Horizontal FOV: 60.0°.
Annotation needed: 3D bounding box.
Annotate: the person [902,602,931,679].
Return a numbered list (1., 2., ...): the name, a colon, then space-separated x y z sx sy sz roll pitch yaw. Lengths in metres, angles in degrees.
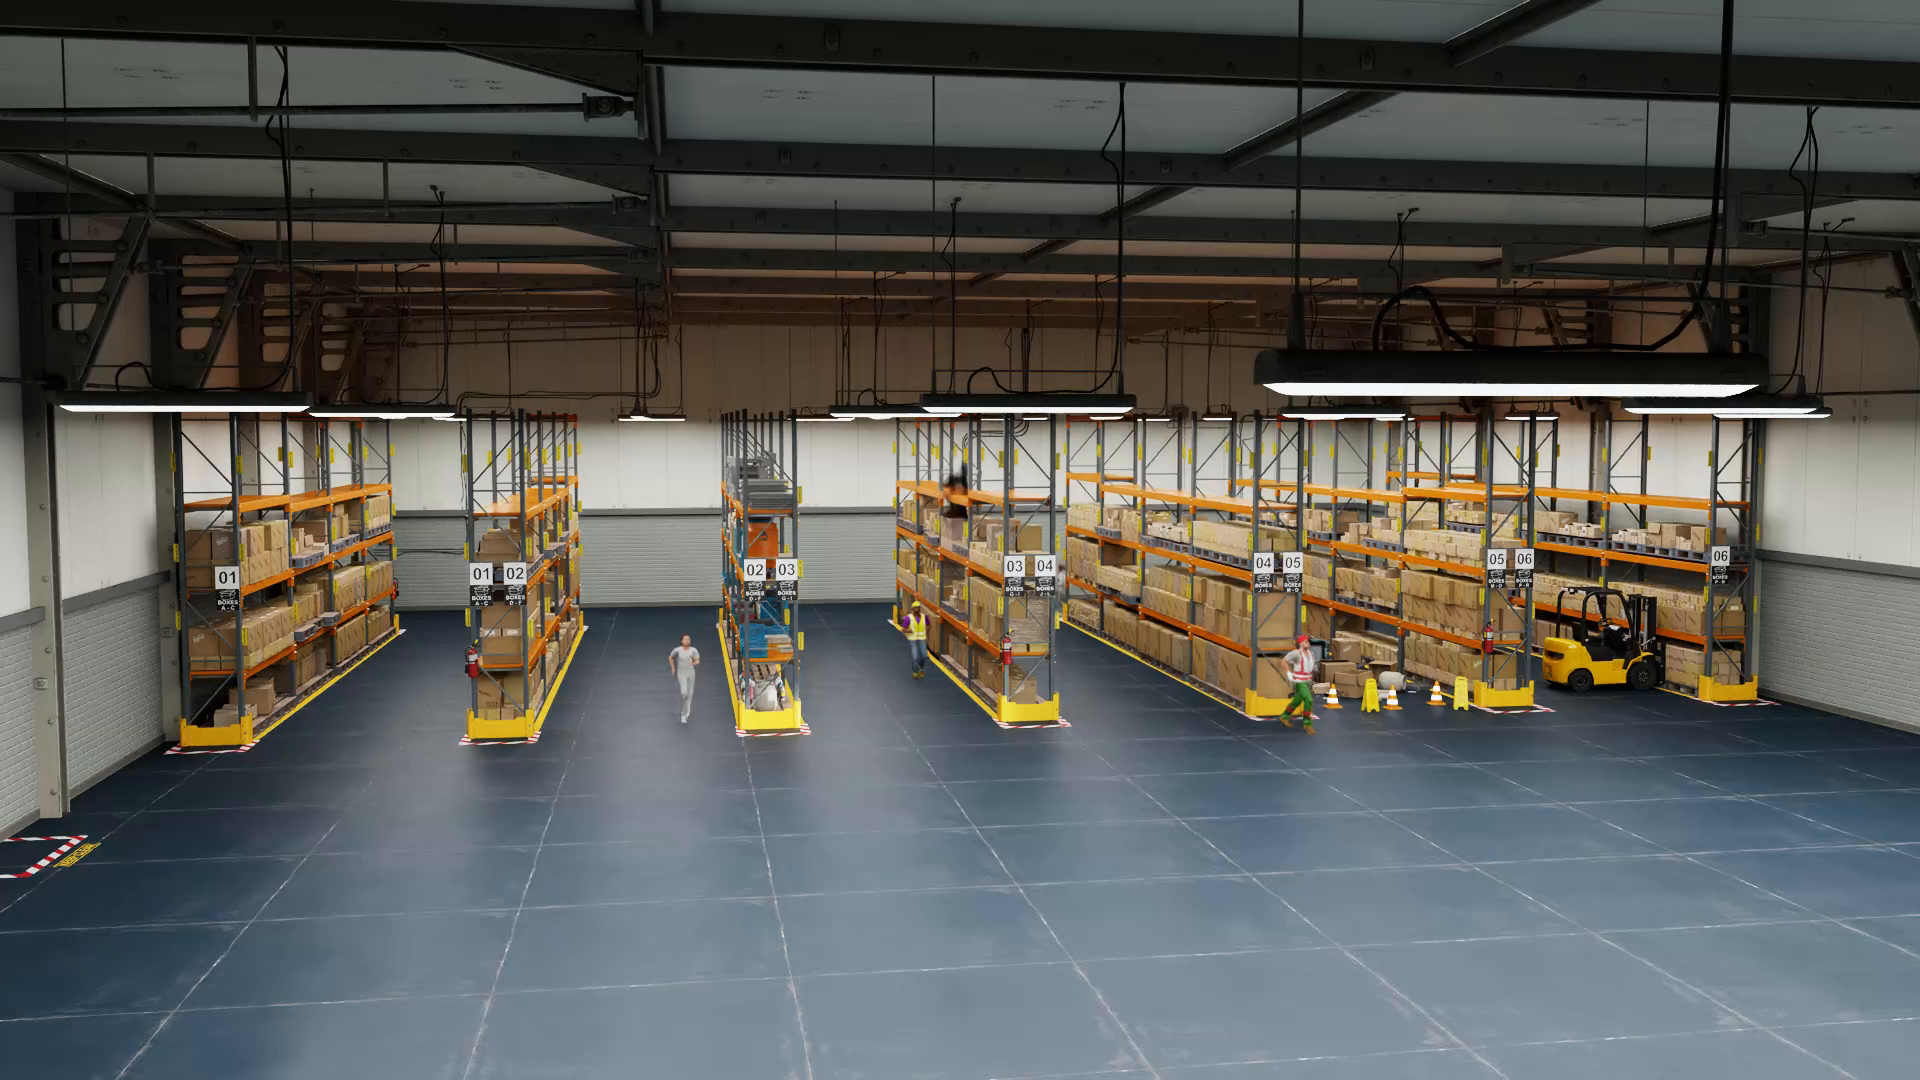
1. person: -0.941 2.253 37.217 0.681 1.746 0.621 -1 4 -12

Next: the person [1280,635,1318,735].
1. person: 6.349 2.659 30.927 0.873 1.817 0.658 4 6 44

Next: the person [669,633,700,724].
1. person: -5.287 2.654 32.034 0.531 1.720 0.738 -2 4 -24

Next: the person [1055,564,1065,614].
1. person: 2.960 1.501 49.574 0.615 1.568 0.548 -2 4 -25
